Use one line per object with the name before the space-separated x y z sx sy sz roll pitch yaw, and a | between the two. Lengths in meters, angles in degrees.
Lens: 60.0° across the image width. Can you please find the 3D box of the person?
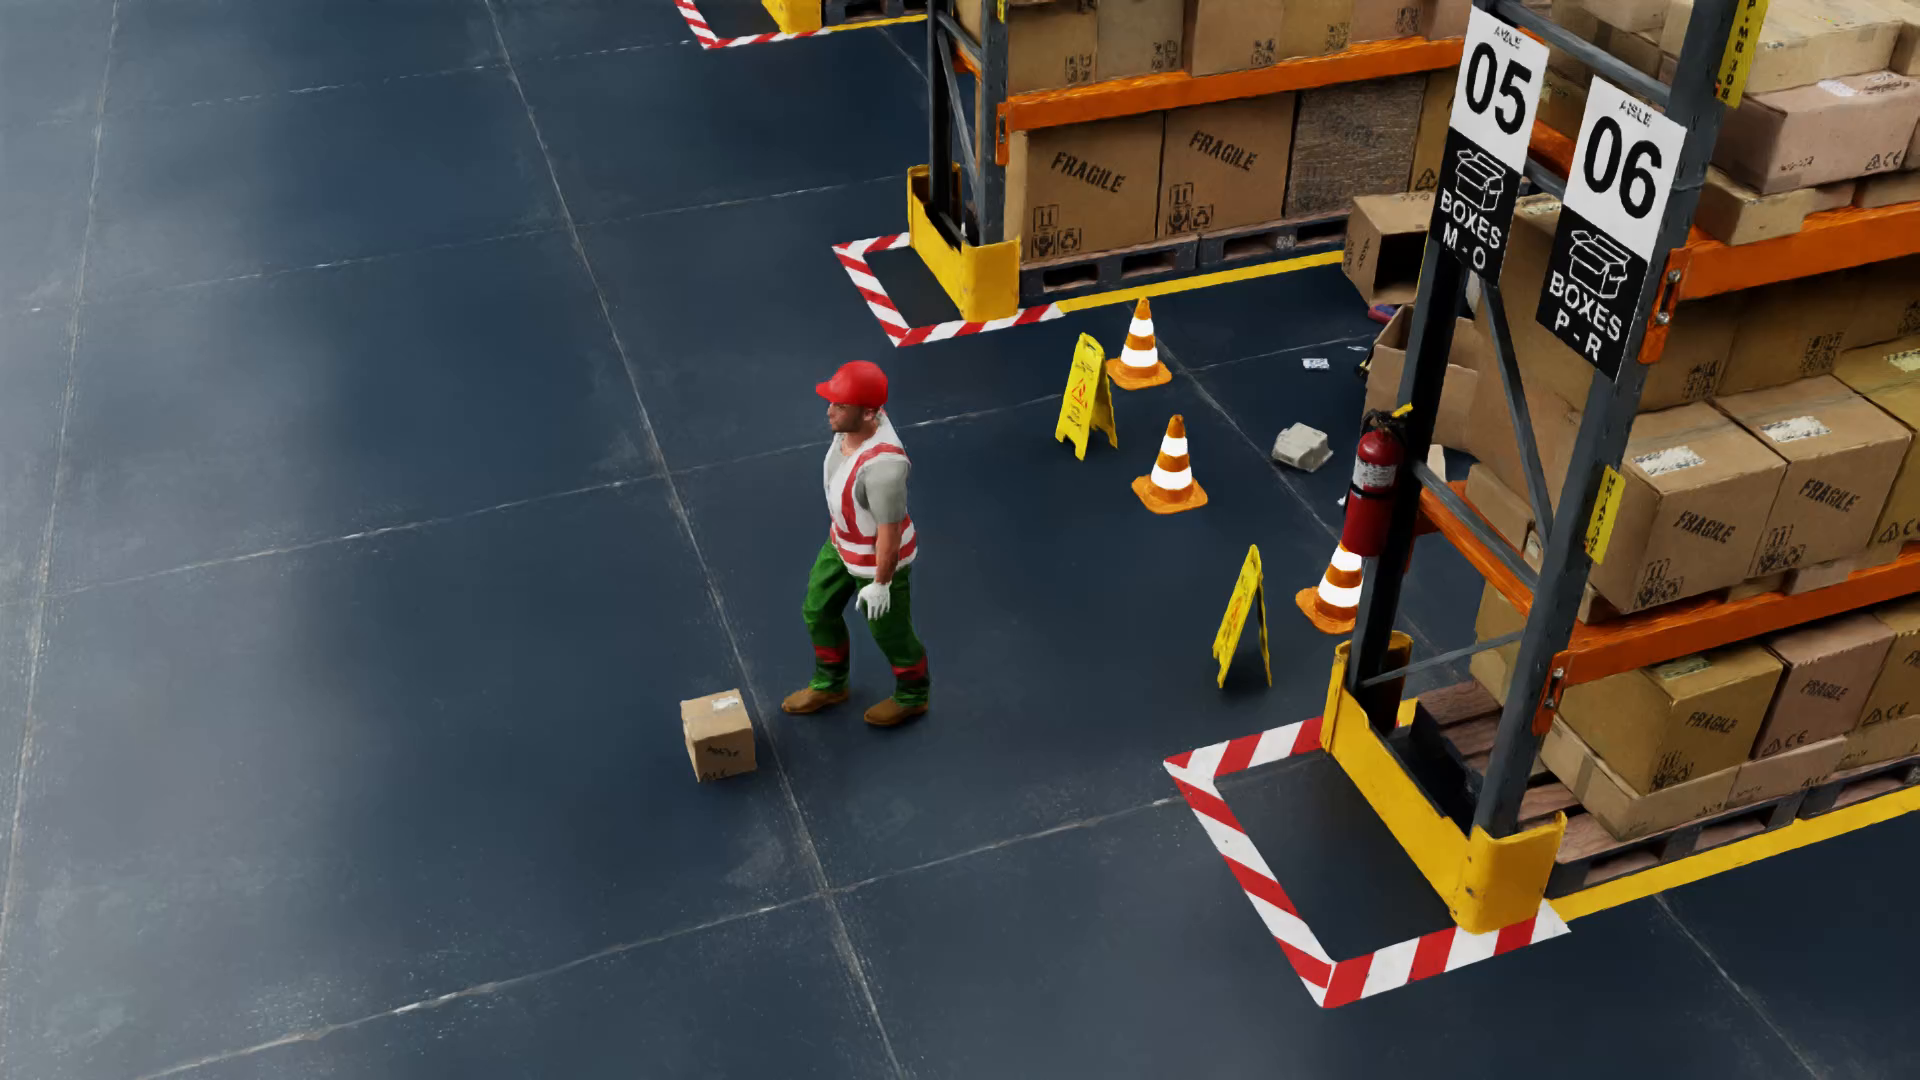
person | -0.419 0.064 6.657 0.604 1.779 0.543 -15 40 -19
